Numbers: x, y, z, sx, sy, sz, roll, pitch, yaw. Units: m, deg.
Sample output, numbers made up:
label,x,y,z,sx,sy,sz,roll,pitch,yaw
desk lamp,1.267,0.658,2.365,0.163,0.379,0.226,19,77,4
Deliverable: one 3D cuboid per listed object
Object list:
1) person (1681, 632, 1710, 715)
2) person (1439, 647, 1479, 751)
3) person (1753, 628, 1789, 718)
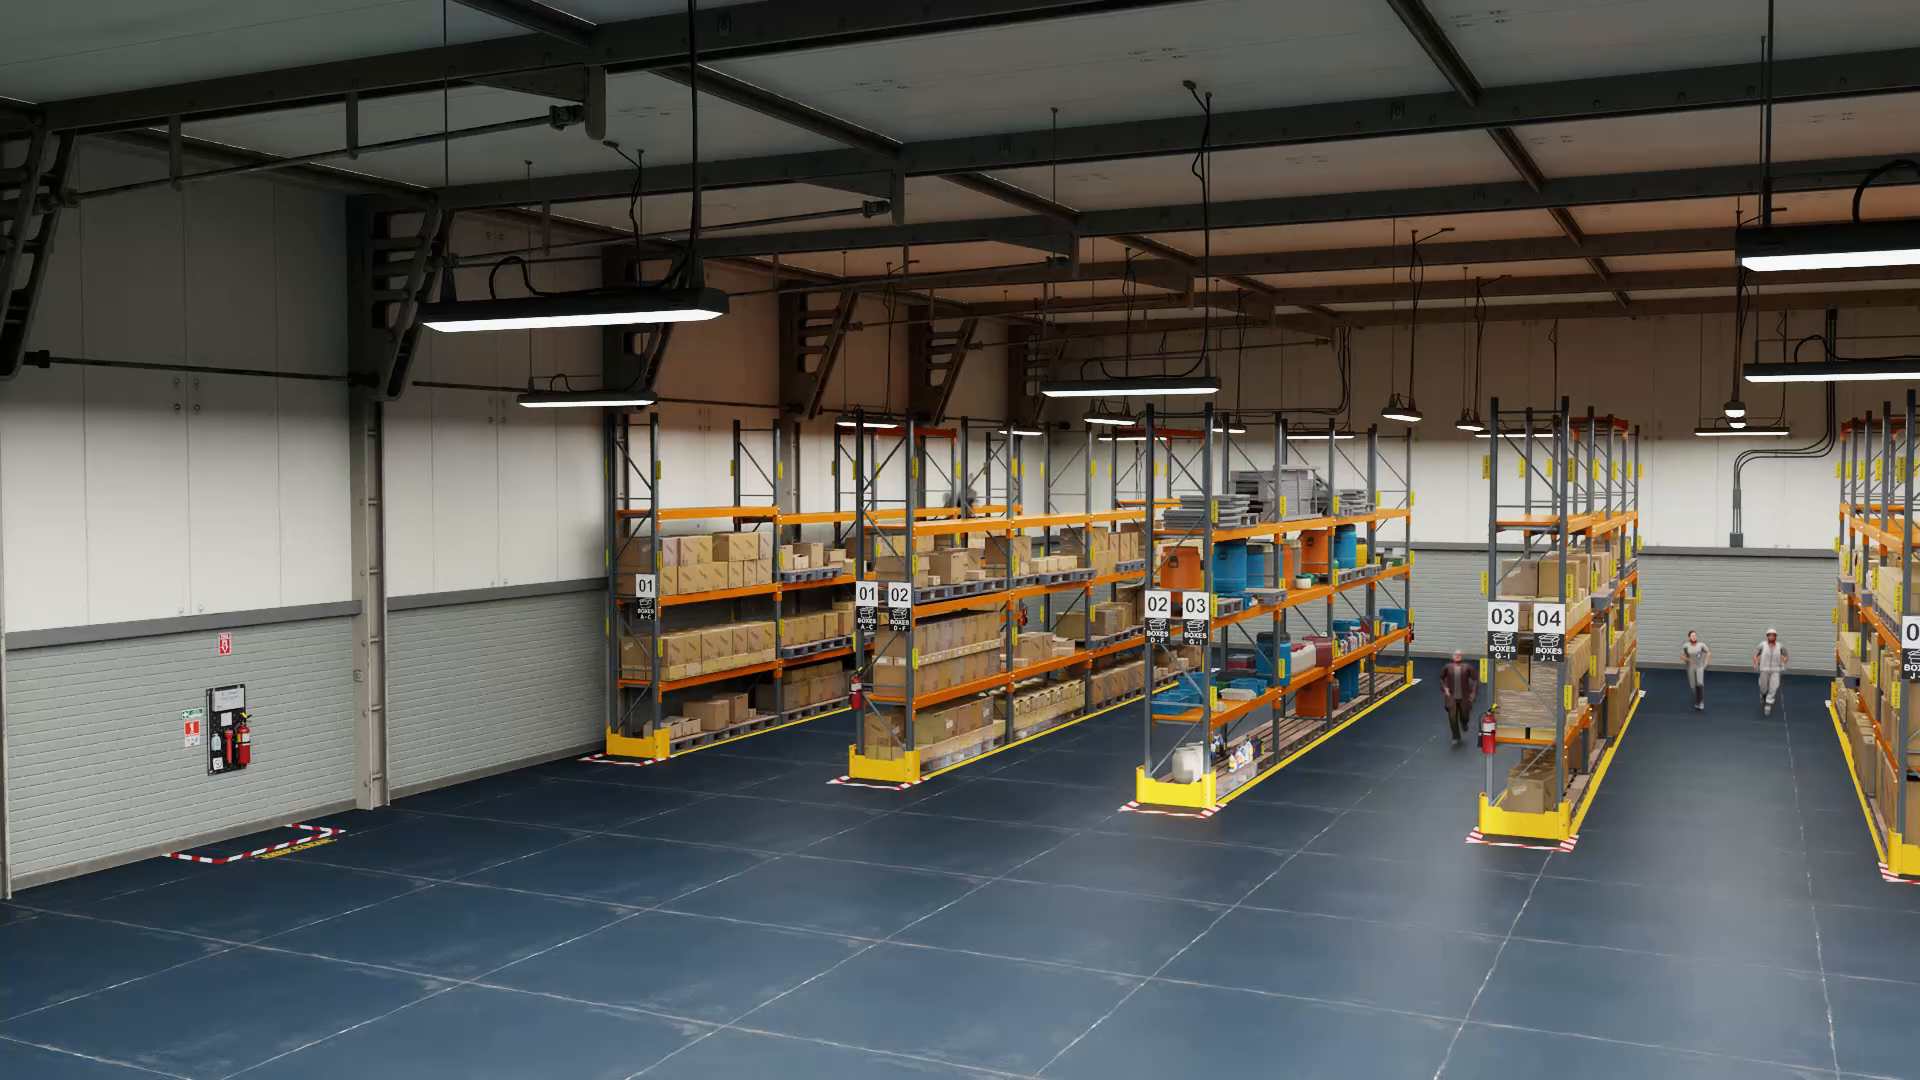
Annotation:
label,x,y,z,sx,sy,sz,roll,pitch,yaw
person,15.205,2.730,34.394,0.559,1.666,0.923,1,3,20
person,9.003,2.854,30.019,0.687,1.854,0.856,1,3,17
person,16.400,2.695,33.632,0.645,1.816,0.739,1,3,22
